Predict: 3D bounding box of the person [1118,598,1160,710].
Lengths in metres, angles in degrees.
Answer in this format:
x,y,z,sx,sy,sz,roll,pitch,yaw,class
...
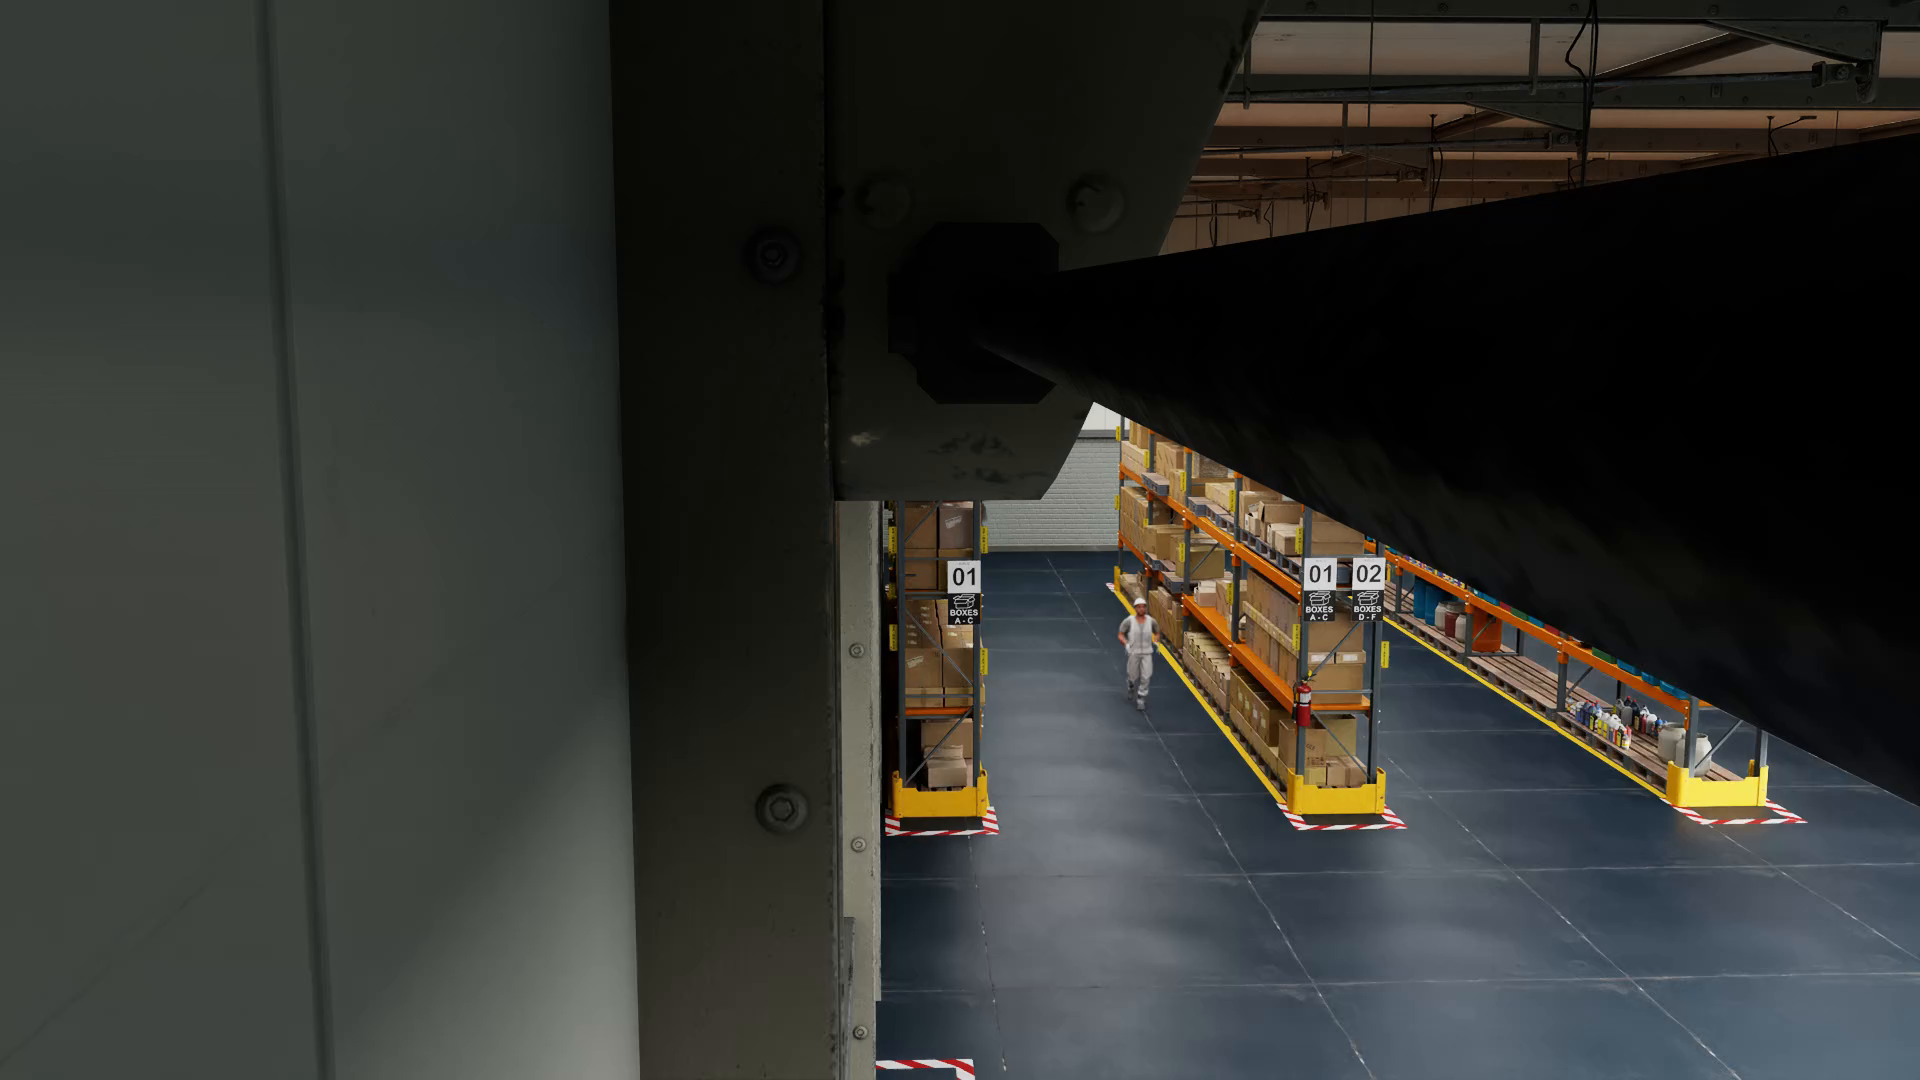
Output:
x,y,z,sx,sy,sz,roll,pitch,yaw,class
2.797,1.760,25.855,0.654,1.736,0.622,-1,8,-4,person
